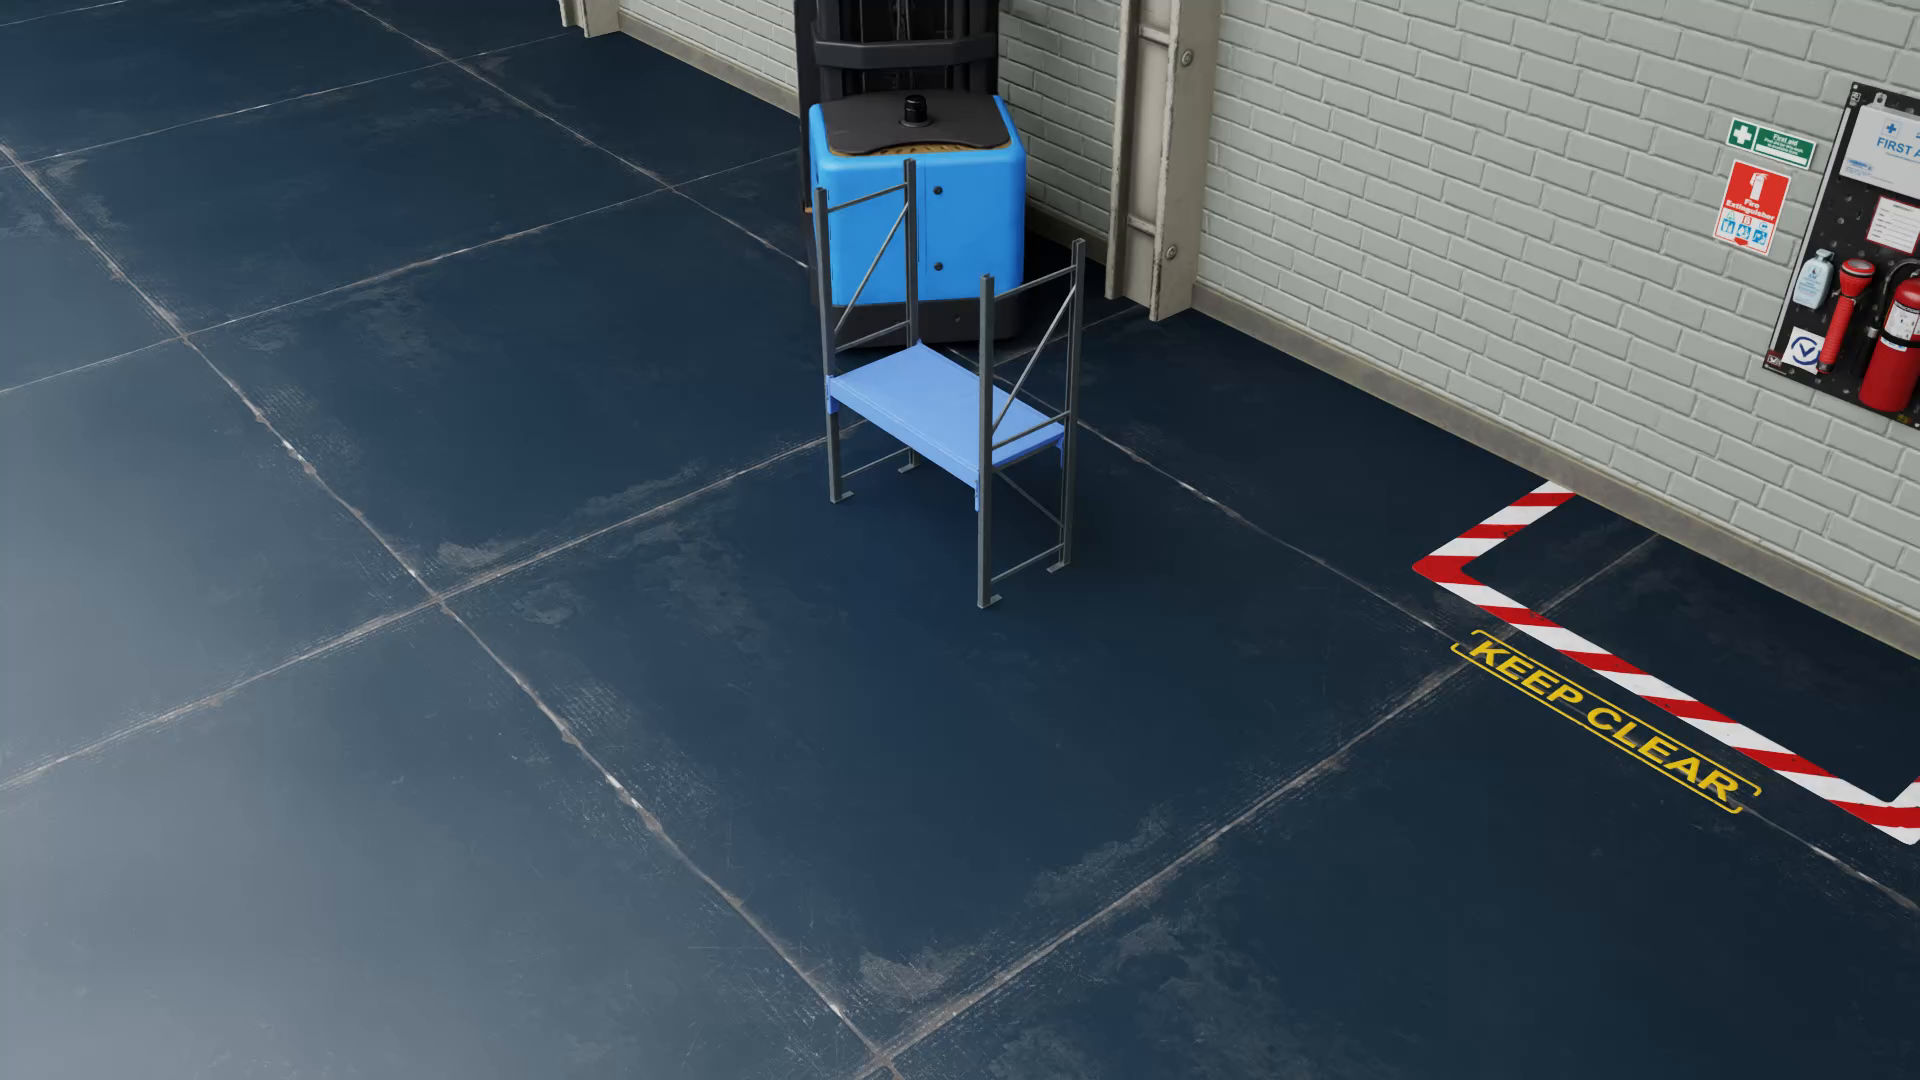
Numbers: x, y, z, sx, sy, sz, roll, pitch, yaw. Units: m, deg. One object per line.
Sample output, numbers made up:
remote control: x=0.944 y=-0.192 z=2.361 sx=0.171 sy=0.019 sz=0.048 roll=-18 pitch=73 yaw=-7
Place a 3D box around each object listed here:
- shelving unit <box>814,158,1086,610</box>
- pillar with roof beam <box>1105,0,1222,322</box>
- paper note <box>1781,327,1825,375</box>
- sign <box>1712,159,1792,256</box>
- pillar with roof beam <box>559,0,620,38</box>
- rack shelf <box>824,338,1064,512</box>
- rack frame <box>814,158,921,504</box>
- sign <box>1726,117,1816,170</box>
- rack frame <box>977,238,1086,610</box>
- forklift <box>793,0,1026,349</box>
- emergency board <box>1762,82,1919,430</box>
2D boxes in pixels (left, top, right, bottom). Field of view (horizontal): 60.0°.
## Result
shelving unit: x=-0.055 y=-0.650 z=6.870 sx=0.538 sy=1.500 sz=1.048 roll=-26 pitch=43 yaw=-32
pillar with roof beam: x=-2.253 y=-3.377 z=4.232 sx=9.100 sy=9.000 sz=0.400 roll=-26 pitch=43 yaw=-32
paper note: x=3.281 y=-0.735 z=6.455 sx=0.016 sy=0.148 sz=0.142 roll=-26 pitch=43 yaw=-32
sign: x=3.064 y=-1.288 z=6.442 sx=0.001 sy=0.329 sz=0.234 roll=-26 pitch=43 yaw=-32
pillar with roof beam: x=-6.125 y=-6.026 z=7.973 sx=9.100 sy=9.000 sz=0.400 roll=-26 pitch=43 yaw=-32
rack shelf: x=-0.055 y=-0.503 z=6.974 sx=0.538 sy=0.185 sz=1.000 roll=-26 pitch=43 yaw=-32
rack frame: x=-0.383 y=-0.874 z=7.187 sx=0.500 sy=1.500 sz=0.032 roll=-26 pitch=43 yaw=-32
sign: x=3.060 y=-1.499 z=6.281 sx=0.001 sy=0.109 sz=0.331 roll=-26 pitch=43 yaw=-32
rack frame: x=0.273 y=-0.425 z=6.553 sx=0.500 sy=1.500 sz=0.032 roll=-26 pitch=43 yaw=-32
forklift: x=-0.372 y=-3.015 z=8.971 sx=1.130 sy=2.935 sz=3.031 roll=-5 pitch=36 yaw=-6
emergency board: x=3.342 y=-0.991 z=6.053 sx=0.194 sy=1.169 sz=0.643 roll=-26 pitch=43 yaw=-32
